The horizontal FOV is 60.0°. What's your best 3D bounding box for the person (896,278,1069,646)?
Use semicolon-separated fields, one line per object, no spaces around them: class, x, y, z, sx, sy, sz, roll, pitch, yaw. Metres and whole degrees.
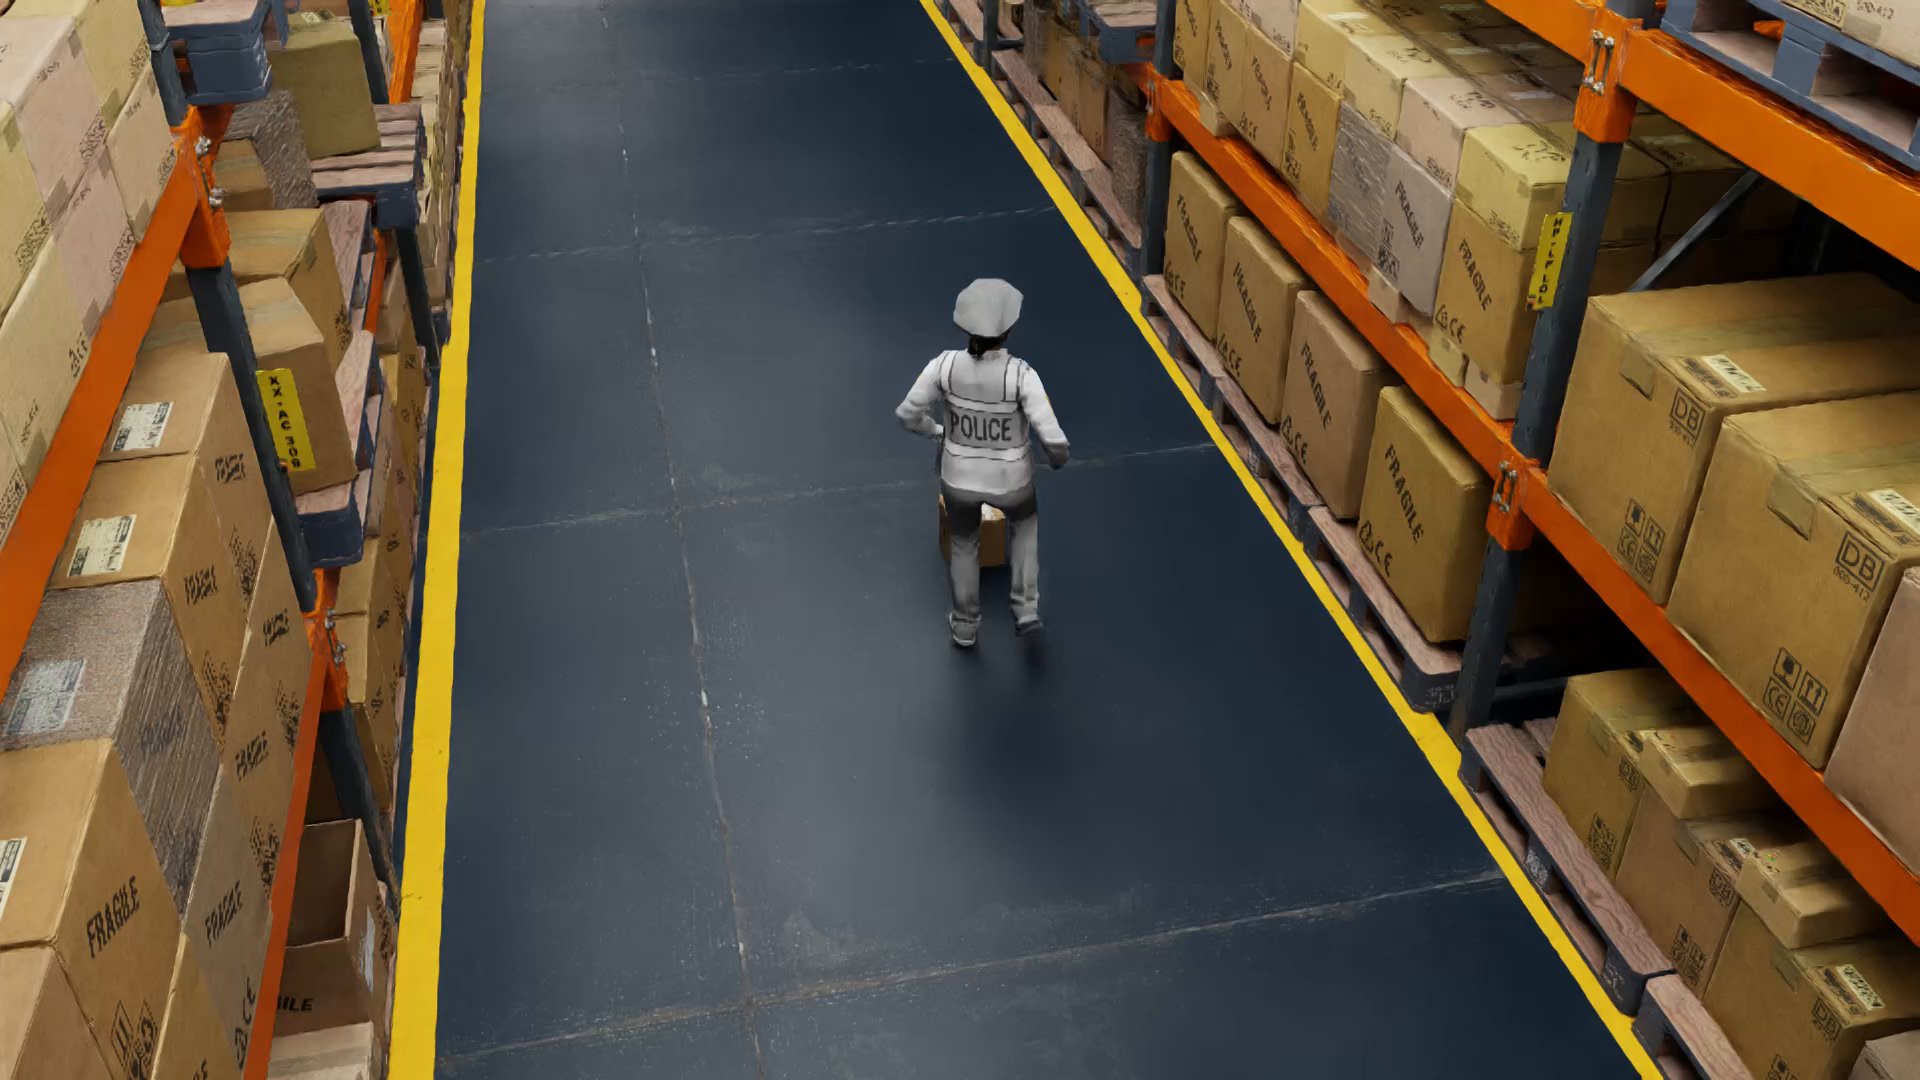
person;0.095;-0.288;6.557;0.675;1.660;0.467;4;35;6
